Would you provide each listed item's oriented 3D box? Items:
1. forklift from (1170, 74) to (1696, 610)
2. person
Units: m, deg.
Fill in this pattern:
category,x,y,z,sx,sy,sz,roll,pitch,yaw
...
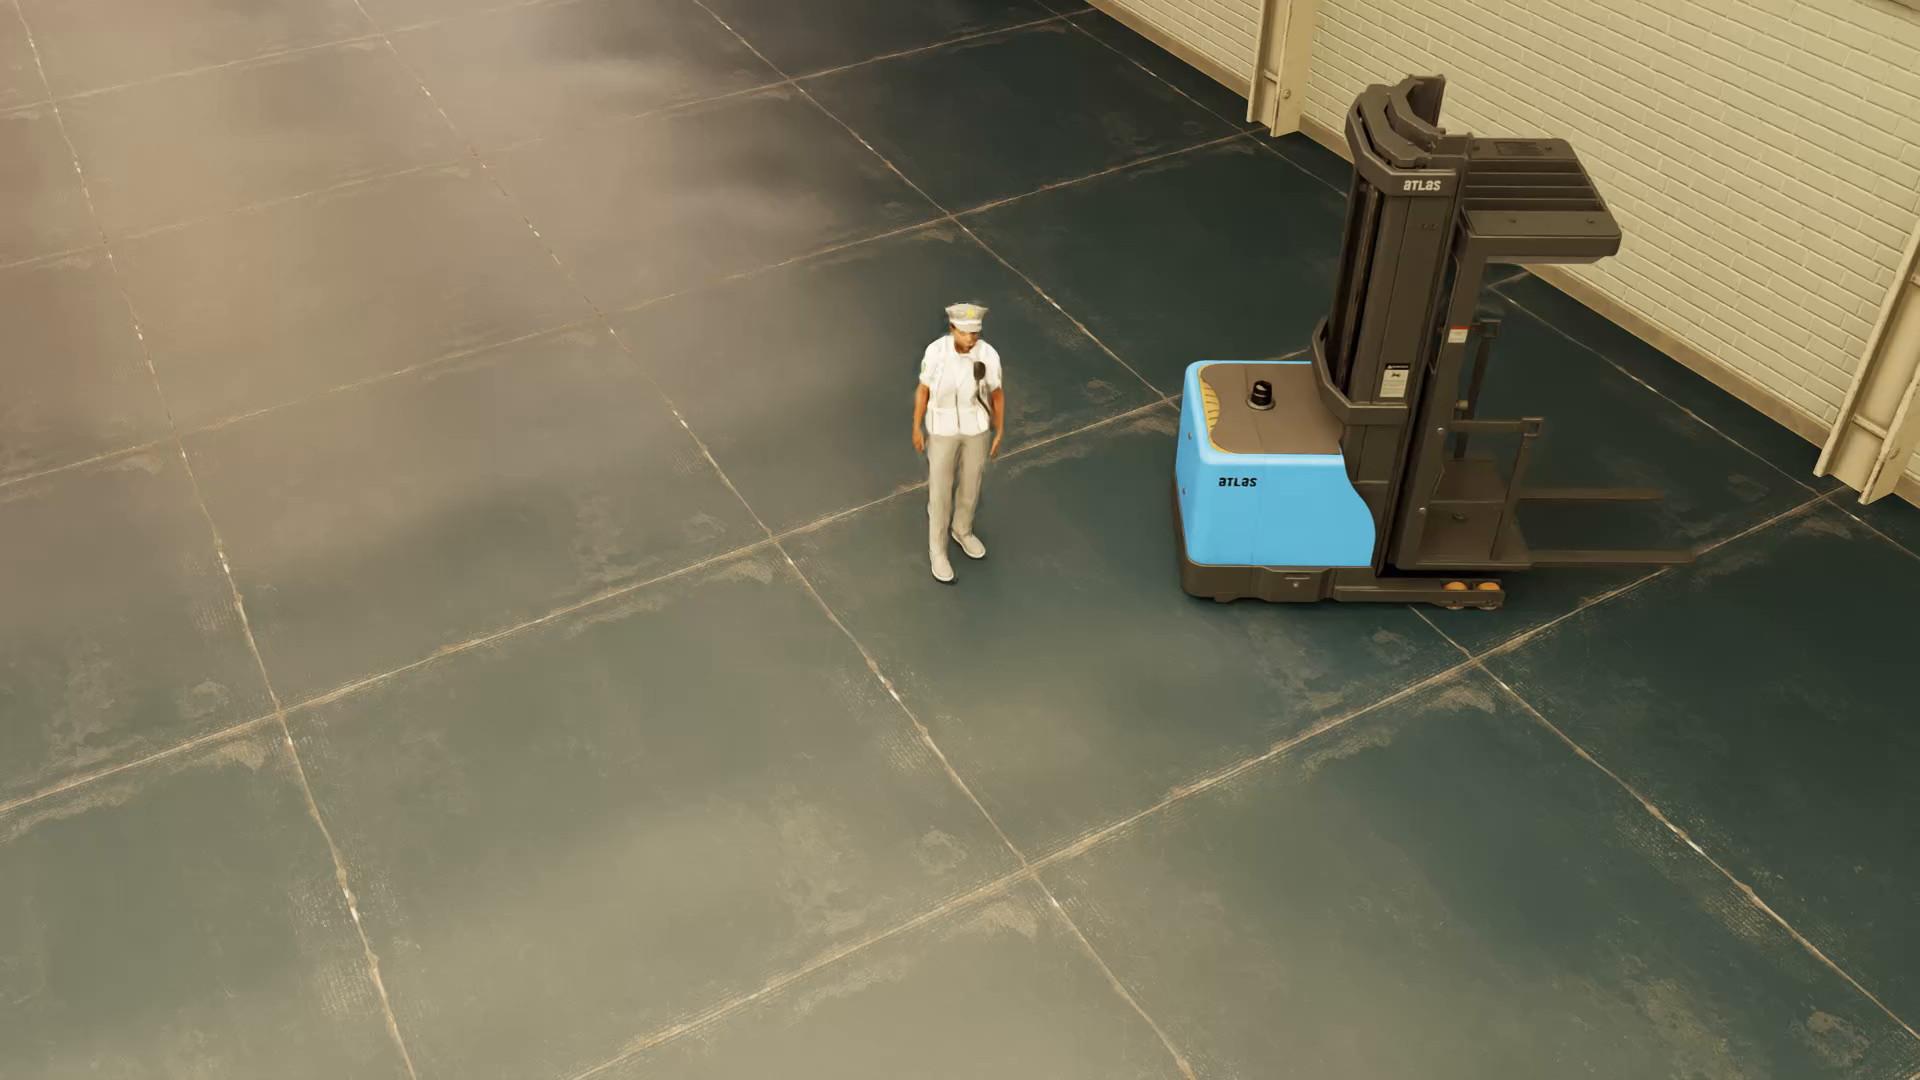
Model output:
category,x,y,z,sx,sy,sz,roll,pitch,yaw
forklift,2.843,-1.059,9.313,3.031,2.935,1.130,1,40,1
person,-0.006,-0.580,9.695,0.537,1.696,0.604,0,40,0
